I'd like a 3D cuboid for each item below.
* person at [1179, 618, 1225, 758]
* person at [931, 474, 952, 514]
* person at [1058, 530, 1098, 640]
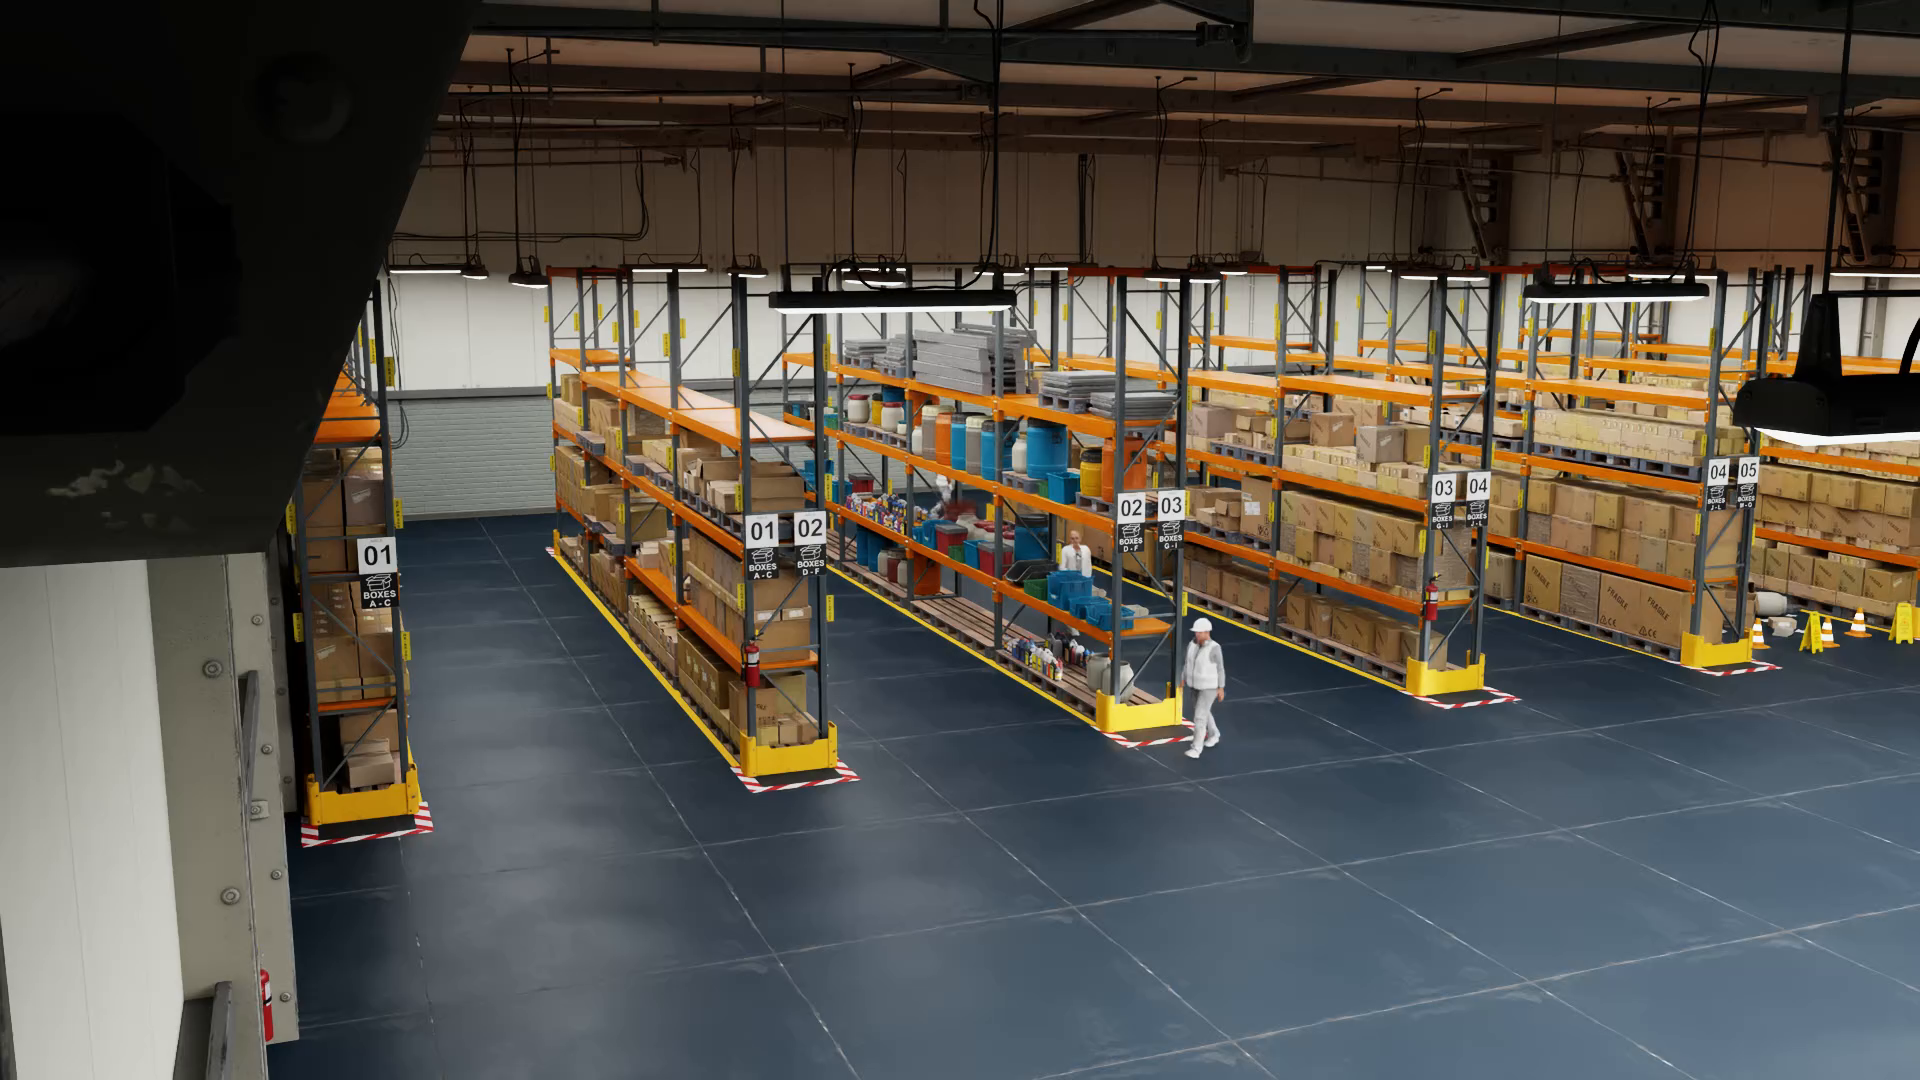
[{"bbox_3d":[3.050,1.847,21.078,0.870,1.755,0.541,-7,12,-35],"label":"person"},{"bbox_3d":[-0.387,-1.293,38.934,0.855,1.767,0.599,-4,11,-24],"label":"person"},{"bbox_3d":[1.950,0.744,27.271,0.651,1.769,0.865,-2,10,-10],"label":"person"}]
